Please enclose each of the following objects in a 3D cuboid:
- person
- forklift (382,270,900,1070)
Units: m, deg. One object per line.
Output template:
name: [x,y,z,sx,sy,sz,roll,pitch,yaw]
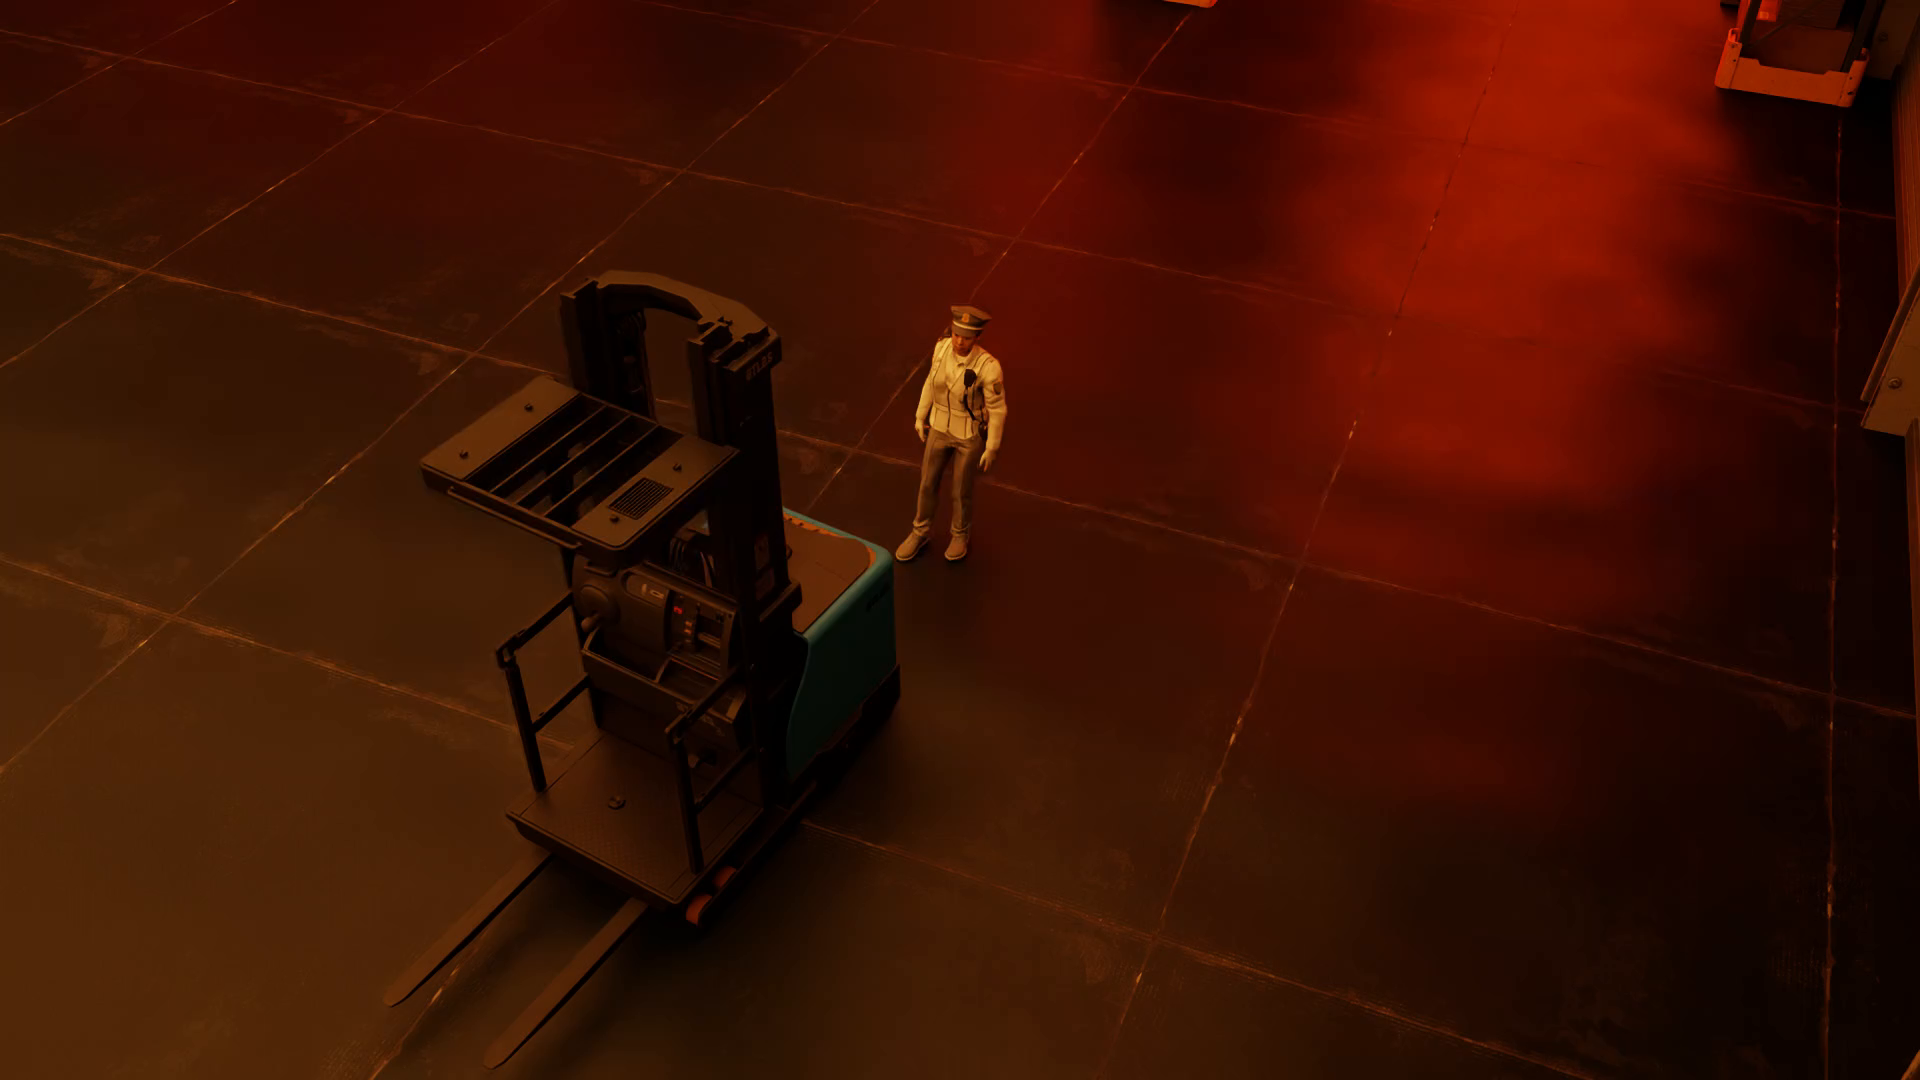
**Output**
person: [-0.042,-0.588,9.680,0.585,1.693,0.555,22,45,25]
forklift: [-1.526,0.402,7.526,1.130,2.935,3.031,21,44,24]
